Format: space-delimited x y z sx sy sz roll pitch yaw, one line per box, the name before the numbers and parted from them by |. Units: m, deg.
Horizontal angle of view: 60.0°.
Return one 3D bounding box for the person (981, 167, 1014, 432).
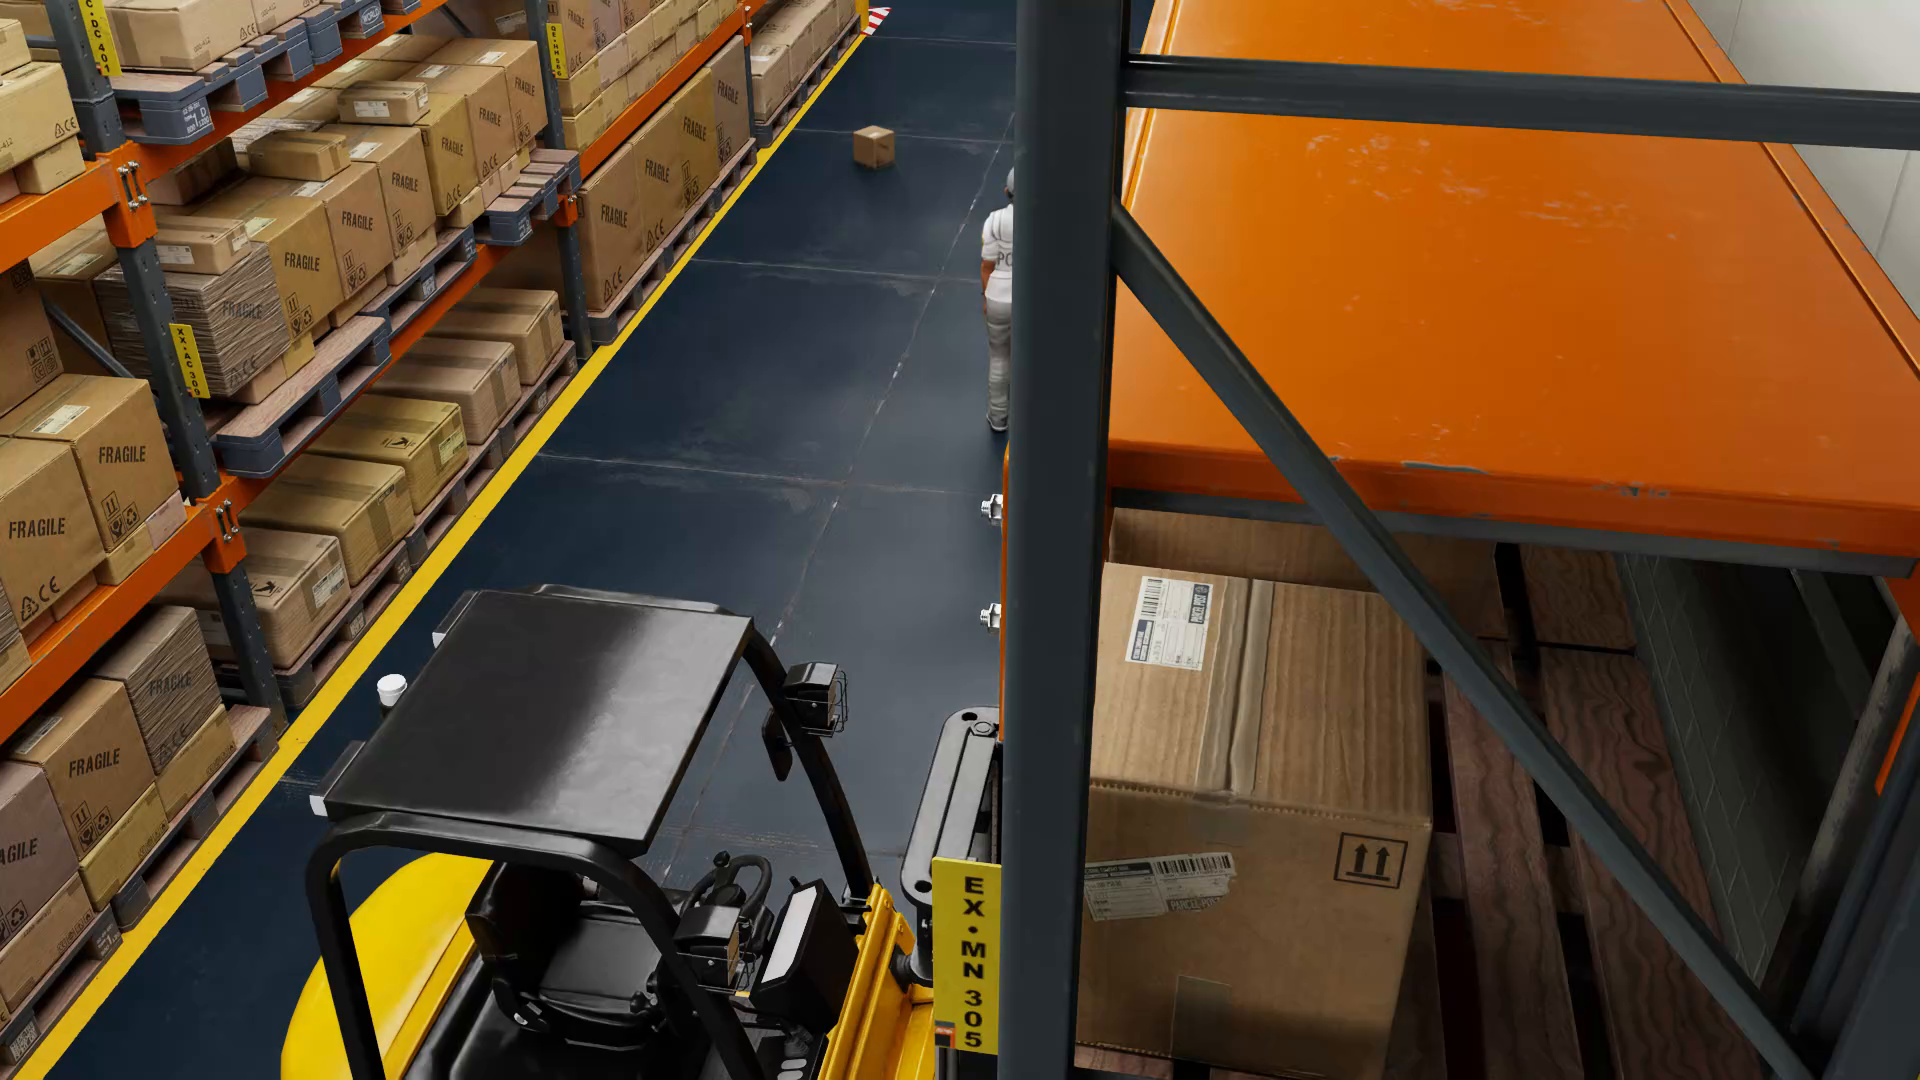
person | 0.365 -1.417 9.853 0.483 1.668 0.395 2 33 3
